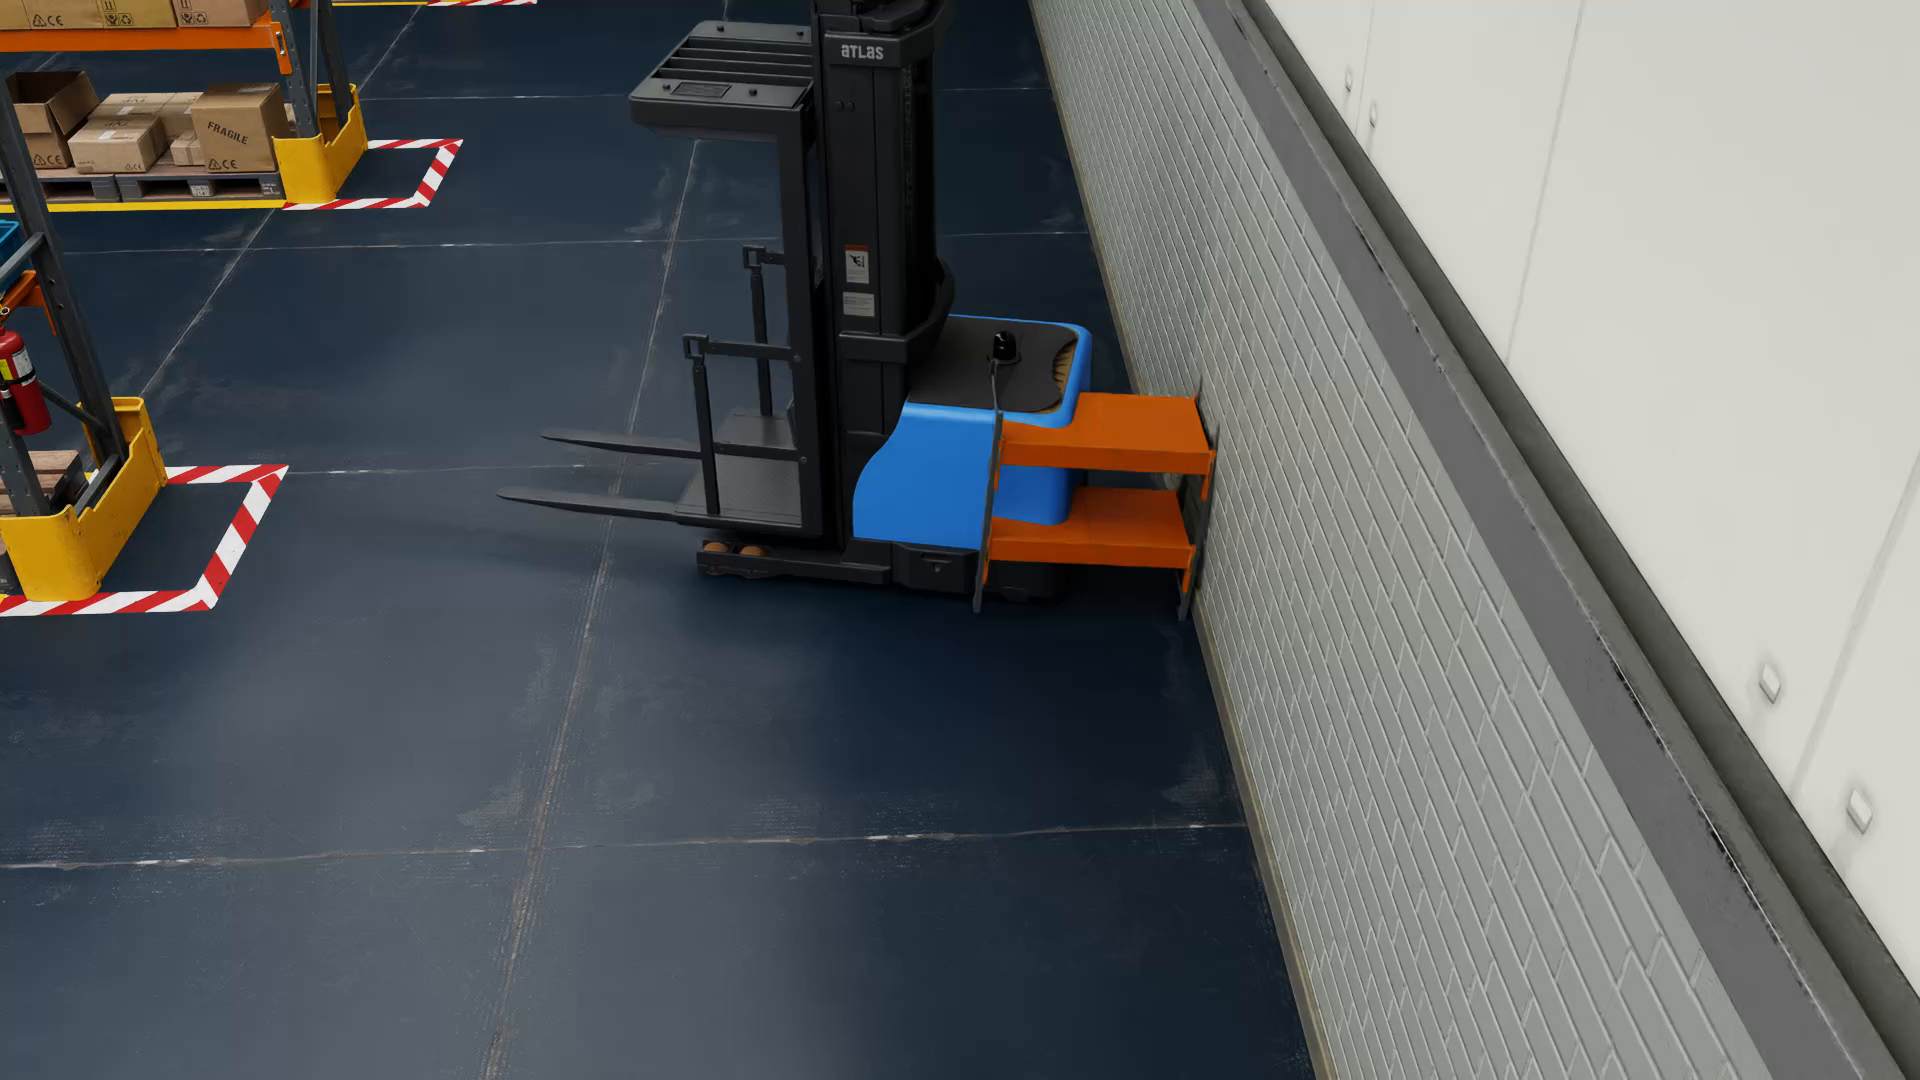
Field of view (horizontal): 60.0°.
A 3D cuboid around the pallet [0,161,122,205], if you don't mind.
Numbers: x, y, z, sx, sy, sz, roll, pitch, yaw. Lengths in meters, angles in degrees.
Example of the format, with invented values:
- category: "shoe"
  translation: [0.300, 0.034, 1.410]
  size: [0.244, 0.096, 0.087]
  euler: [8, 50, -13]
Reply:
- category: "pallet"
  translation: [-6.882, -2.865, 12.705]
  size: [1.213, 0.211, 1.003]
  euler: [-2, 35, -2]

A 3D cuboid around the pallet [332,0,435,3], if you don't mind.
- category: "pallet"
  translation: [-5.827, -5.670, 16.758]
  size: [1.213, 0.211, 1.003]
  euler: [-2, 35, -2]

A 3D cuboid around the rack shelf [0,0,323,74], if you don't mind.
- category: "rack shelf"
  translation: [-6.792, -3.718, 12.118]
  size: [4.000, 0.370, 1.077]
  euler: [-2, 35, -2]

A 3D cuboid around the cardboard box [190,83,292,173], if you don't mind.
- category: "cardboard box"
  translation: [-5.325, -3.066, 12.354]
  size: [0.500, 0.500, 0.500]
  euler: [-2, 35, -2]

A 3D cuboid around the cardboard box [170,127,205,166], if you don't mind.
- category: "cardboard box"
  translation: [-5.734, -2.969, 12.507]
  size: [0.250, 0.166, 0.380]
  euler: [-2, 35, -2]

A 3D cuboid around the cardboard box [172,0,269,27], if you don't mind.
- category: "cardboard box"
  translation: [-5.228, -3.942, 11.722]
  size: [0.500, 0.500, 0.500]
  euler: [-1, 35, -1]

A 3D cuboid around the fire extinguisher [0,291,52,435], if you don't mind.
- category: "fire extinguisher"
  translation: [-4.391, -0.812, 7.683]
  size: [0.183, 0.674, 0.296]
  euler: [-2, 35, -2]

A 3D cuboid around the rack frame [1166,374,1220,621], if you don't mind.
- category: "rack frame"
  translation: [1.132, -0.203, 8.058]
  size: [0.032, 1.125, 0.500]
  euler: [3, 35, -5]

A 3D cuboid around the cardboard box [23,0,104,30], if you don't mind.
- category: "cardboard box"
  translation: [-6.245, -3.915, 11.684]
  size: [0.500, 0.500, 0.500]
  euler: [-1, 35, -2]

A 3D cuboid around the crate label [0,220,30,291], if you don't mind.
- category: "crate label"
  translation: [-4.825, -1.388, 8.214]
  size: [0.303, 0.233, 0.416]
  euler: [-2, 35, -2]

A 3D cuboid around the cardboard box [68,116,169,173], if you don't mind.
- category: "cardboard box"
  translation: [-6.276, -2.954, 12.413]
  size: [0.500, 0.250, 0.500]
  euler: [-2, 35, -2]

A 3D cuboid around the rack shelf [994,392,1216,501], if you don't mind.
- category: "rack shelf"
  translation: [0.652, -0.466, 7.847]
  size: [1.000, 0.278, 0.538]
  euler: [3, 35, -5]

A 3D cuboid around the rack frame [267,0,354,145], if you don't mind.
- category: "rack frame"
  translation: [-4.794, -4.067, 11.991]
  size: [0.127, 3.000, 1.000]
  euler: [-2, 35, -2]

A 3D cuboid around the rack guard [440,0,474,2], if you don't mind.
- category: "rack guard"
  translation: [-5.008, -5.856, 16.772]
  size: [0.348, 0.500, 1.175]
  euler: [-2, 35, -2]

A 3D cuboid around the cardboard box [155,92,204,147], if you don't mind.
- category: "cardboard box"
  translation: [-5.850, -3.251, 12.841]
  size: [0.500, 0.250, 0.500]
  euler: [-2, 35, -2]

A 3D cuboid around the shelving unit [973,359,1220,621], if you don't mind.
- category: "shelving unit"
  translation: [0.627, -0.227, 8.014]
  size: [1.048, 1.125, 0.538]
  euler: [3, 35, -5]

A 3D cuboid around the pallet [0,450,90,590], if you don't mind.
- category: "pallet"
  translation: [-5.389, -0.105, 8.716]
  size: [1.213, 0.211, 1.003]
  euler: [-2, 35, -2]

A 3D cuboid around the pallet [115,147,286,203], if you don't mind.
- category: "pallet"
  translation: [-5.666, -2.896, 12.750]
  size: [1.213, 0.211, 1.003]
  euler: [-2, 35, -2]

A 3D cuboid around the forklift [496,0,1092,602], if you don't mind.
- category: "forklift"
  translation: [-0.883, -1.295, 8.045]
  size: [3.031, 2.935, 1.130]
  euler: [6, 35, 8]

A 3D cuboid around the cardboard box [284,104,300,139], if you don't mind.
- category: "cardboard box"
  translation: [-5.228, -3.260, 12.943]
  size: [0.250, 0.149, 0.380]
  euler: [-2, 35, -2]

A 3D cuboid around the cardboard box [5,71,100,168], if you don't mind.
- category: "cardboard box"
  translation: [-6.913, -3.167, 12.498]
  size: [0.637, 0.503, 0.797]
  euler: [-2, 35, -2]

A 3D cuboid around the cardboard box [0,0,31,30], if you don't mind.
- category: "cardboard box"
  translation: [-6.748, -3.902, 11.664]
  size: [0.500, 0.500, 0.500]
  euler: [-2, 35, -3]

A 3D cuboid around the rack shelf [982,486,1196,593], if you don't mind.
- category: "rack shelf"
  translation: [0.605, -0.027, 8.154]
  size: [1.000, 0.278, 0.538]
  euler: [3, 35, -5]

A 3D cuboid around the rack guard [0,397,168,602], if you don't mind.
- category: "rack guard"
  translation: [-4.540, -0.232, 8.646]
  size: [0.348, 0.500, 1.175]
  euler: [-2, 35, -2]

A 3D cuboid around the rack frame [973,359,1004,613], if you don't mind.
- category: "rack frame"
  translation: [0.121, -0.250, 7.970]
  size: [0.032, 1.125, 0.500]
  euler: [3, 35, -5]

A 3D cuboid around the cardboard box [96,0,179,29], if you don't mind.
- category: "cardboard box"
  translation: [-5.746, -3.926, 11.699]
  size: [0.500, 0.500, 0.500]
  euler: [-1, 35, -2]

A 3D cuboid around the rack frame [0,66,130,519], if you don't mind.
- category: "rack frame"
  translation: [-4.563, -1.252, 7.923]
  size: [0.127, 3.000, 1.000]
  euler: [-2, 35, -2]

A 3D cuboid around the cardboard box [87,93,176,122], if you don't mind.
- category: "cardboard box"
  translation: [-6.349, -3.237, 12.821]
  size: [0.500, 0.250, 0.500]
  euler: [-2, 35, -2]

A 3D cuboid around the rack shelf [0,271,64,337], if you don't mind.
- category: "rack shelf"
  translation: [-6.561, -0.902, 8.049]
  size: [4.000, 0.370, 1.077]
  euler: [-2, 35, -2]

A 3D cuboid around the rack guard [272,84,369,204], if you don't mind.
- category: "rack guard"
  translation: [-4.870, -3.037, 12.700]
  size: [0.348, 0.500, 1.175]
  euler: [-2, 35, -2]
